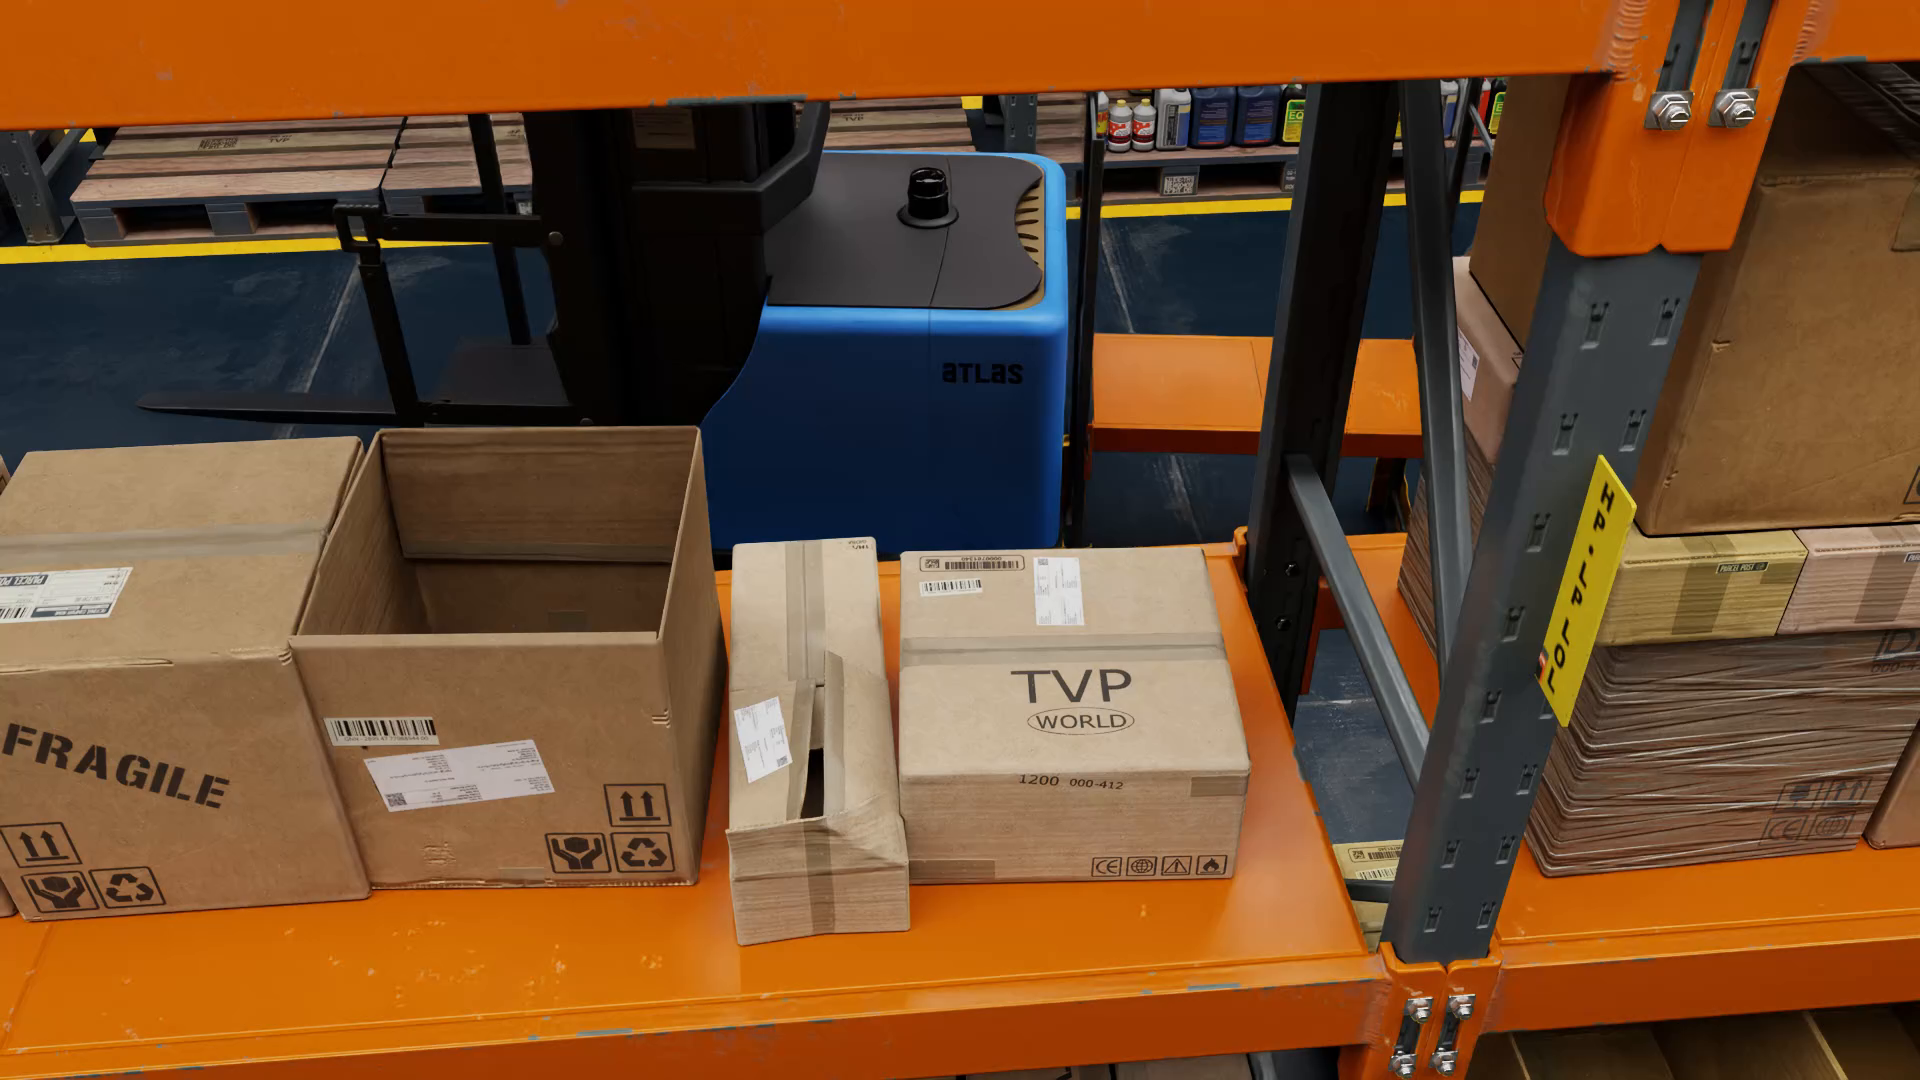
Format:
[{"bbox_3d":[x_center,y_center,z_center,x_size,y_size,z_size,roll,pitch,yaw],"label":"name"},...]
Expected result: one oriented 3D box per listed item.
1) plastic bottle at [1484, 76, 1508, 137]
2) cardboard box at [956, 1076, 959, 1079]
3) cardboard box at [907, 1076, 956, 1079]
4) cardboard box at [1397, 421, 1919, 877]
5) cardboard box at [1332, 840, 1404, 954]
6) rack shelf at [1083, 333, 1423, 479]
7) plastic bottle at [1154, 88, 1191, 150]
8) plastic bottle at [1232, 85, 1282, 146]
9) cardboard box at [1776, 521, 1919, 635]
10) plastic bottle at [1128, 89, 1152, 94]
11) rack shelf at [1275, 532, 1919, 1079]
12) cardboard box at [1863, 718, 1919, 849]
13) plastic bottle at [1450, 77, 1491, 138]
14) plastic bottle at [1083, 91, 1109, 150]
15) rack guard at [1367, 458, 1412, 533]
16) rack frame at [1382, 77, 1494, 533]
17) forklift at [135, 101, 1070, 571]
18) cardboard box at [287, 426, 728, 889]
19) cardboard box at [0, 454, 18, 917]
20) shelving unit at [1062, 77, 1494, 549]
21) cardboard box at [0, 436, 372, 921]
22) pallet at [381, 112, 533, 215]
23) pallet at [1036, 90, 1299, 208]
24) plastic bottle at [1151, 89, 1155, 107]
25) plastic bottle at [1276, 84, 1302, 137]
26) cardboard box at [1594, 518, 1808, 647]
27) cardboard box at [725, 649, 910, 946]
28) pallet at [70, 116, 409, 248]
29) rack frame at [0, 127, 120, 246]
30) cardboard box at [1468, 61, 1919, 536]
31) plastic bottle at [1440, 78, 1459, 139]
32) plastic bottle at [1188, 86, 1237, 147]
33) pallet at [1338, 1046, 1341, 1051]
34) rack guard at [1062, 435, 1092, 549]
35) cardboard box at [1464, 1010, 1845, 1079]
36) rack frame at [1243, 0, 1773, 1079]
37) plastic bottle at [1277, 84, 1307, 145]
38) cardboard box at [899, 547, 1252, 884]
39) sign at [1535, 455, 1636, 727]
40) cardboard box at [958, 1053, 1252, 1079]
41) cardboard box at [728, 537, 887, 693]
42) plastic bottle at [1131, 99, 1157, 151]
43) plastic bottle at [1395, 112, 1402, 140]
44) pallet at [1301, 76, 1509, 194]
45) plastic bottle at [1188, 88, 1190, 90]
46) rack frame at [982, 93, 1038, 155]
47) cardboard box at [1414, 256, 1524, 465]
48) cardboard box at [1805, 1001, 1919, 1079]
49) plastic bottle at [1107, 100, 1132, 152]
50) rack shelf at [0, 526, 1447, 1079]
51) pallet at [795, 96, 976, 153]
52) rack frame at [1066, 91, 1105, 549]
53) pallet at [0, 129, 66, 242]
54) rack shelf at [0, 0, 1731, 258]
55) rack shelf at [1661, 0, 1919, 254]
[{"bbox_3d":[2.288,-1.842,7.001,0.133,0.283,0.061,-2,38,-3],"label":"plastic bottle"},{"bbox_3d":[0.257,1.267,3.103,0.500,0.250,0.500,-3,38,-4],"label":"cardboard box"},{"bbox_3d":[-0.252,1.077,2.892,0.500,0.311,0.500,-2,38,-3],"label":"cardboard box"},{"bbox_3d":[1.086,0.083,2.642,0.500,0.500,0.700,-4,38,-5],"label":"cardboard box"},{"bbox_3d":[1.087,0.905,3.562,0.500,0.250,0.500,-3,38,-4],"label":"cardboard box"},{"bbox_3d":[0.858,-0.391,4.825,1.000,0.185,0.538,1,38,2],"label":"rack shelf"},{"bbox_3d":[0.885,-1.791,6.942,0.135,0.276,0.152,-2,38,-2],"label":"plastic bottle"},{"bbox_3d":[1.238,-1.837,6.940,0.185,0.351,0.144,-5,39,-6],"label":"plastic bottle"},{"bbox_3d":[1.179,-0.052,2.290,0.250,0.149,0.380,-3,38,-3],"label":"cardboard box"},{"bbox_3d":[0.838,-2.163,7.353,0.185,0.351,0.144,-3,38,-4],"label":"plastic bottle"},{"bbox_3d":[2.636,0.324,2.999,4.000,0.370,1.077,-3,38,-4],"label":"rack shelf"},{"bbox_3d":[1.610,0.050,2.684,0.500,0.500,0.700,-4,38,-4],"label":"cardboard box"},{"bbox_3d":[2.149,-1.860,7.030,0.135,0.276,0.152,-3,38,-4],"label":"plastic bottle"},{"bbox_3d":[0.565,-1.754,6.899,0.097,0.271,0.097,0,38,0],"label":"plastic bottle"},{"bbox_3d":[1.346,-0.030,5.086,0.087,0.250,0.587,1,38,2],"label":"rack guard"},{"bbox_3d":[1.365,-0.520,4.698,0.032,1.500,0.500,1,38,2],"label":"rack frame"},{"bbox_3d":[-1.203,-1.209,4.417,3.031,2.935,1.130,1,38,2],"label":"forklift"},{"bbox_3d":[-0.647,0.173,2.529,0.500,0.500,0.500,-1,38,-1],"label":"cardboard box"},{"bbox_3d":[-1.670,0.229,2.458,0.500,0.500,0.500,-5,39,-6],"label":"cardboard box"},{"bbox_3d":[0.848,-0.532,4.714,1.083,1.500,0.587,1,38,2],"label":"shelving unit"},{"bbox_3d":[-1.146,0.200,2.494,0.500,0.500,0.500,-3,38,-4],"label":"cardboard box"},{"bbox_3d":[-1.788,-1.675,7.202,1.213,0.211,1.003,-3,38,-4],"label":"pallet"},{"bbox_3d":[0.882,-1.822,7.389,1.213,0.211,1.003,-3,38,-4],"label":"pallet"},{"bbox_3d":[0.875,-1.859,7.022,0.133,0.283,0.061,-3,38,-4],"label":"plastic bottle"},{"bbox_3d":[1.381,-1.837,7.004,0.097,0.271,0.097,0,38,0],"label":"plastic bottle"},{"bbox_3d":[0.929,-0.038,2.273,0.250,0.149,0.380,-3,38,-4],"label":"cardboard box"},{"bbox_3d":[-0.215,0.365,2.474,0.258,0.266,0.396,-4,38,-5],"label":"cardboard box"},{"bbox_3d":[-3.000,-1.610,7.120,1.213,0.211,1.003,-3,38,-4],"label":"pallet"},{"bbox_3d":[-3.775,-2.686,6.233,0.127,3.000,1.000,-3,38,-4],"label":"rack frame"},{"bbox_3d":[1.086,-0.426,2.240,0.500,0.500,0.700,-3,38,-4],"label":"cardboard box"},{"bbox_3d":[2.011,-1.853,7.020,0.135,0.276,0.152,-4,38,-5],"label":"plastic bottle"},{"bbox_3d":[1.050,-1.827,6.927,0.185,0.351,0.144,-2,38,-3],"label":"plastic bottle"},{"bbox_3d":[1.440,1.228,3.523,1.213,0.211,1.003,-3,38,-4],"label":"pallet"},{"bbox_3d":[0.351,-0.054,5.117,0.087,0.250,0.587,1,38,2],"label":"rack guard"},{"bbox_3d":[1.134,0.939,2.914,0.500,0.500,0.500,-3,38,-4],"label":"cardboard box"},{"bbox_3d":[0.644,0.151,2.637,0.127,3.000,1.000,-3,38,-4],"label":"rack frame"},{"bbox_3d":[1.406,-1.794,6.940,0.133,0.283,0.061,-2,38,-2],"label":"plastic bottle"},{"bbox_3d":[0.158,0.264,2.615,0.500,0.250,0.500,-1,38,-1],"label":"cardboard box"},{"bbox_3d":[0.702,0.062,1.879,0.005,0.325,0.100,-3,38,-4],"label":"sign"},{"bbox_3d":[0.266,1.044,2.933,0.500,0.311,0.500,-3,38,-4],"label":"cardboard box"},{"bbox_3d":[-0.257,0.172,2.813,0.250,0.149,0.380,-3,38,-4],"label":"cardboard box"},{"bbox_3d":[0.768,-1.738,6.935,0.097,0.201,0.097,0,38,0],"label":"plastic bottle"},{"bbox_3d":[1.847,-1.870,6.982,0.185,0.351,0.144,-2,38,-2],"label":"plastic bottle"},{"bbox_3d":[2.100,-1.891,7.476,1.213,0.211,1.003,-3,38,-4],"label":"pallet"},{"bbox_3d":[1.037,-1.916,7.039,0.185,0.351,0.144,-3,38,-4],"label":"plastic bottle"},{"bbox_3d":[0.209,-2.906,6.511,0.127,3.000,1.000,-3,38,-4],"label":"rack frame"},{"bbox_3d":[0.896,-0.290,2.592,0.250,0.149,0.380,-3,38,-4],"label":"cardboard box"},{"bbox_3d":[1.631,0.906,2.955,0.500,0.500,0.500,-3,38,-4],"label":"cardboard box"},{"bbox_3d":[0.667,-1.732,6.928,0.097,0.201,0.097,0,38,0],"label":"plastic bottle"},{"bbox_3d":[-1.348,0.543,2.721,4.000,0.370,1.077,-3,38,-4],"label":"rack shelf"},{"bbox_3d":[-0.570,-1.744,7.290,1.213,0.211,1.003,-3,38,-4],"label":"pallet"},{"bbox_3d":[0.350,-0.545,4.729,0.032,1.500,0.500,1,38,2],"label":"rack frame"},{"bbox_3d":[-4.557,-1.522,7.009,1.213,0.211,1.003,-3,38,-4],"label":"pallet"},{"bbox_3d":[-1.348,-0.635,1.792,4.000,0.370,1.077,-3,38,-4],"label":"rack shelf"},{"bbox_3d":[2.636,-0.854,2.070,4.000,0.370,1.077,-3,38,-4],"label":"rack shelf"}]
